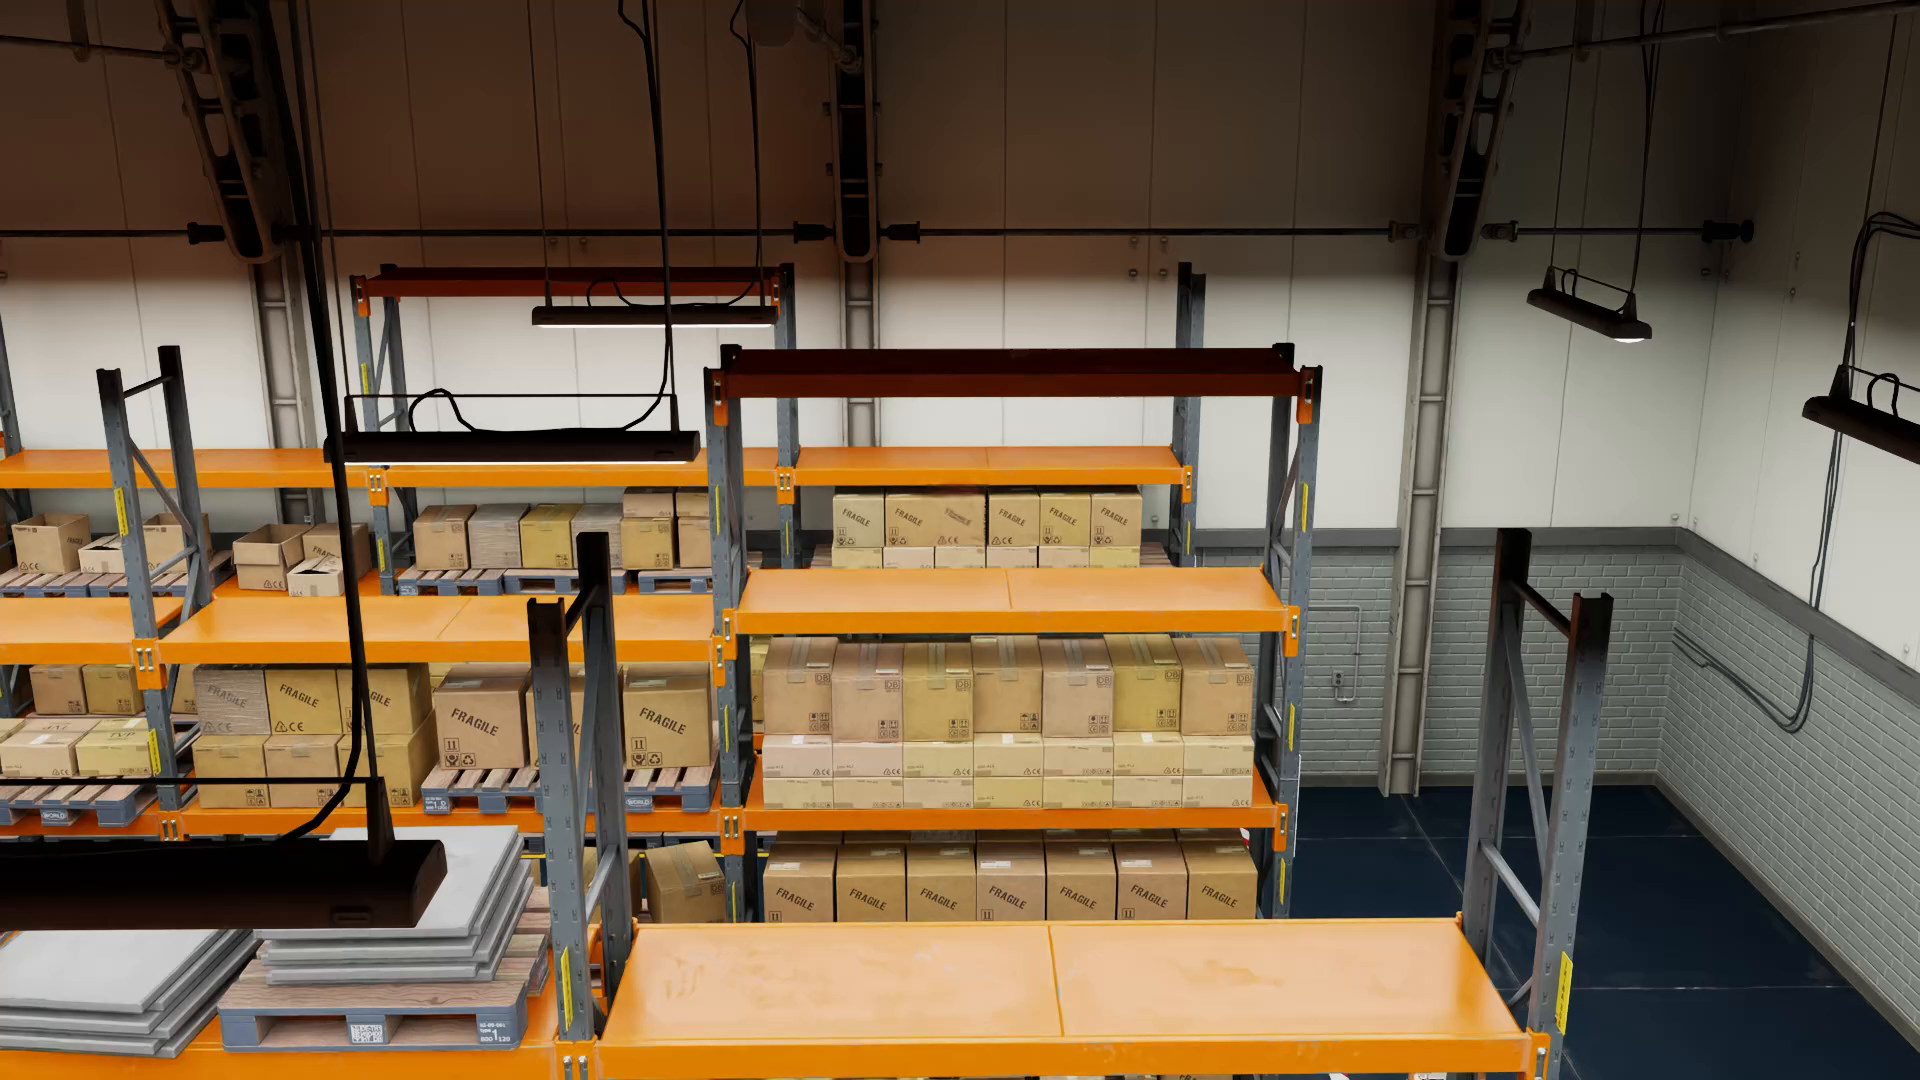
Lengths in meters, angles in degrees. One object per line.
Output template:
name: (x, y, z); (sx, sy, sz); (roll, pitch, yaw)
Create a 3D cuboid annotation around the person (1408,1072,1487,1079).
person: (3.442, 4.020, 11.822); (0.537, 1.716, 0.425); (5, 17, 16)
